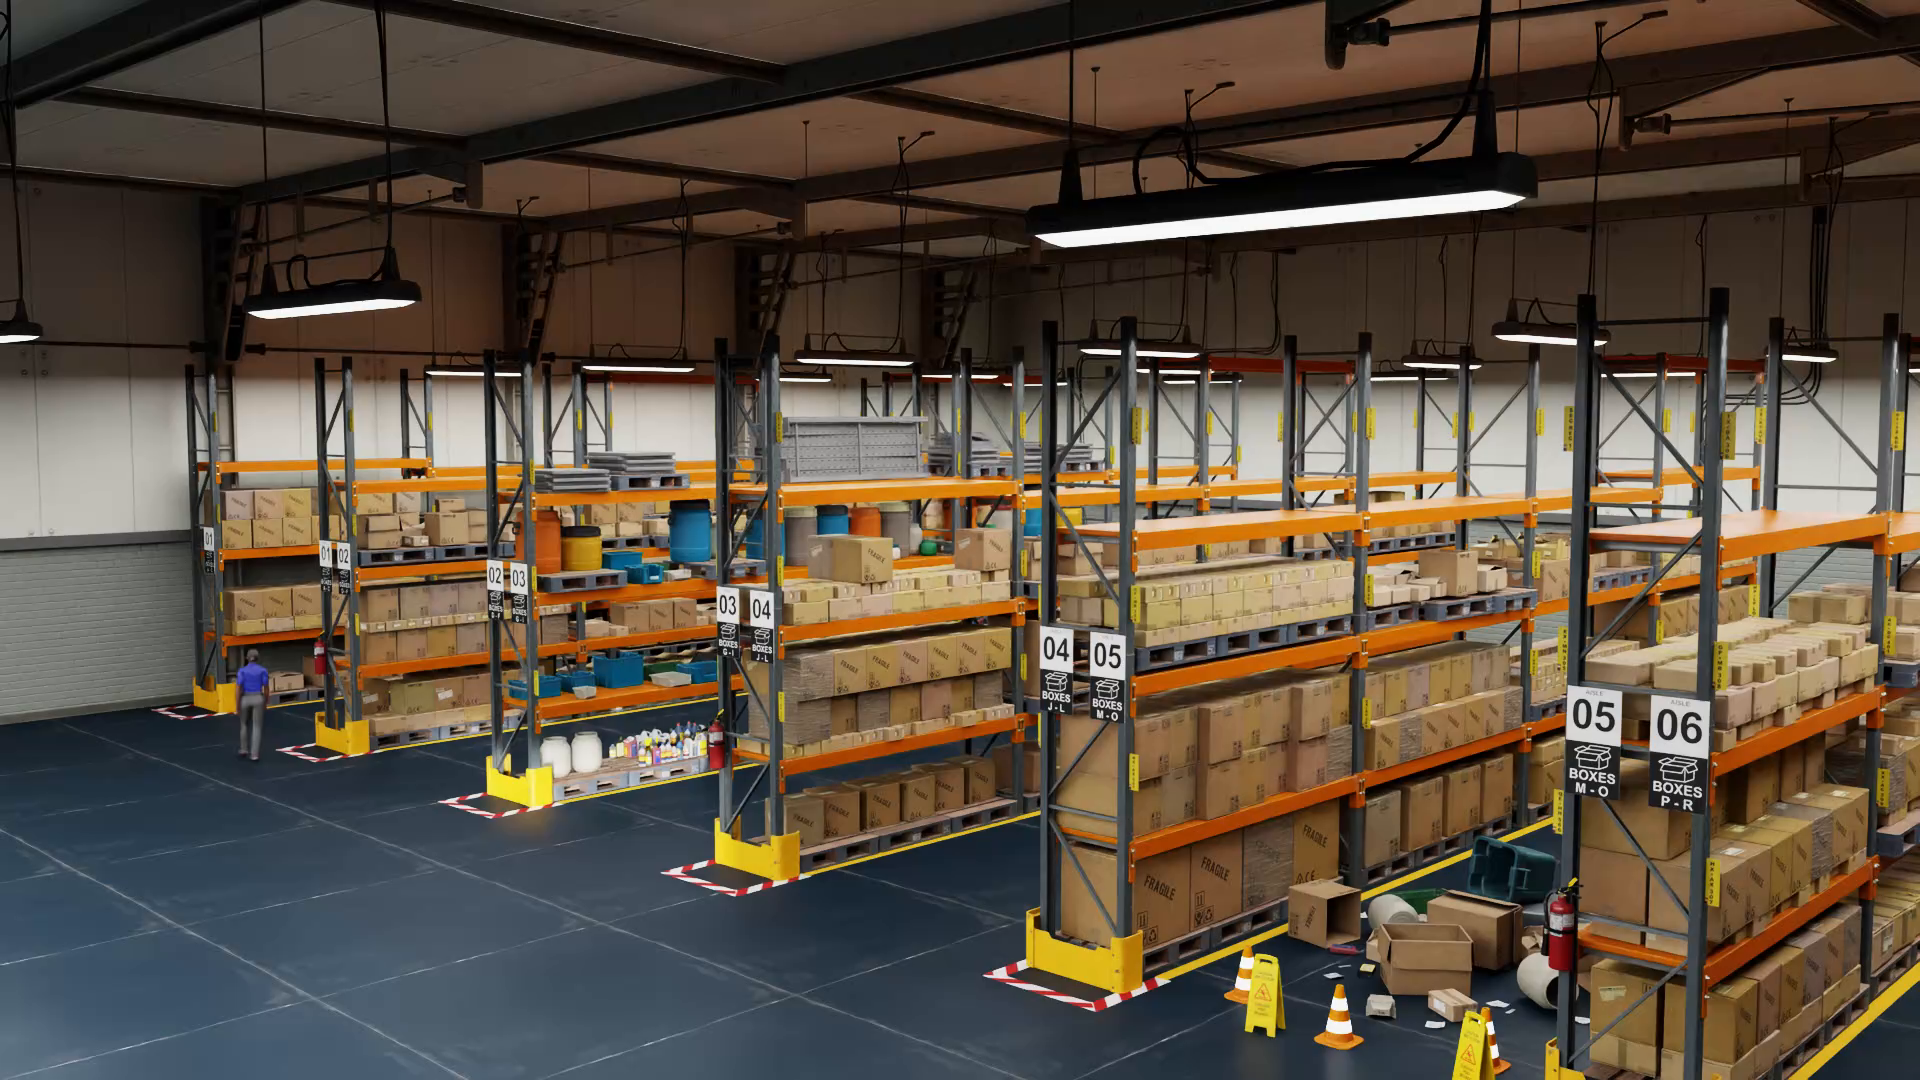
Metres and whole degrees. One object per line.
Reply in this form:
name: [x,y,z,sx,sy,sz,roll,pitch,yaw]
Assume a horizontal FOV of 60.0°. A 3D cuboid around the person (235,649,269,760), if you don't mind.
person: [-10.579,2.431,24.845,0.496,1.615,0.842,-1,5,-17]
